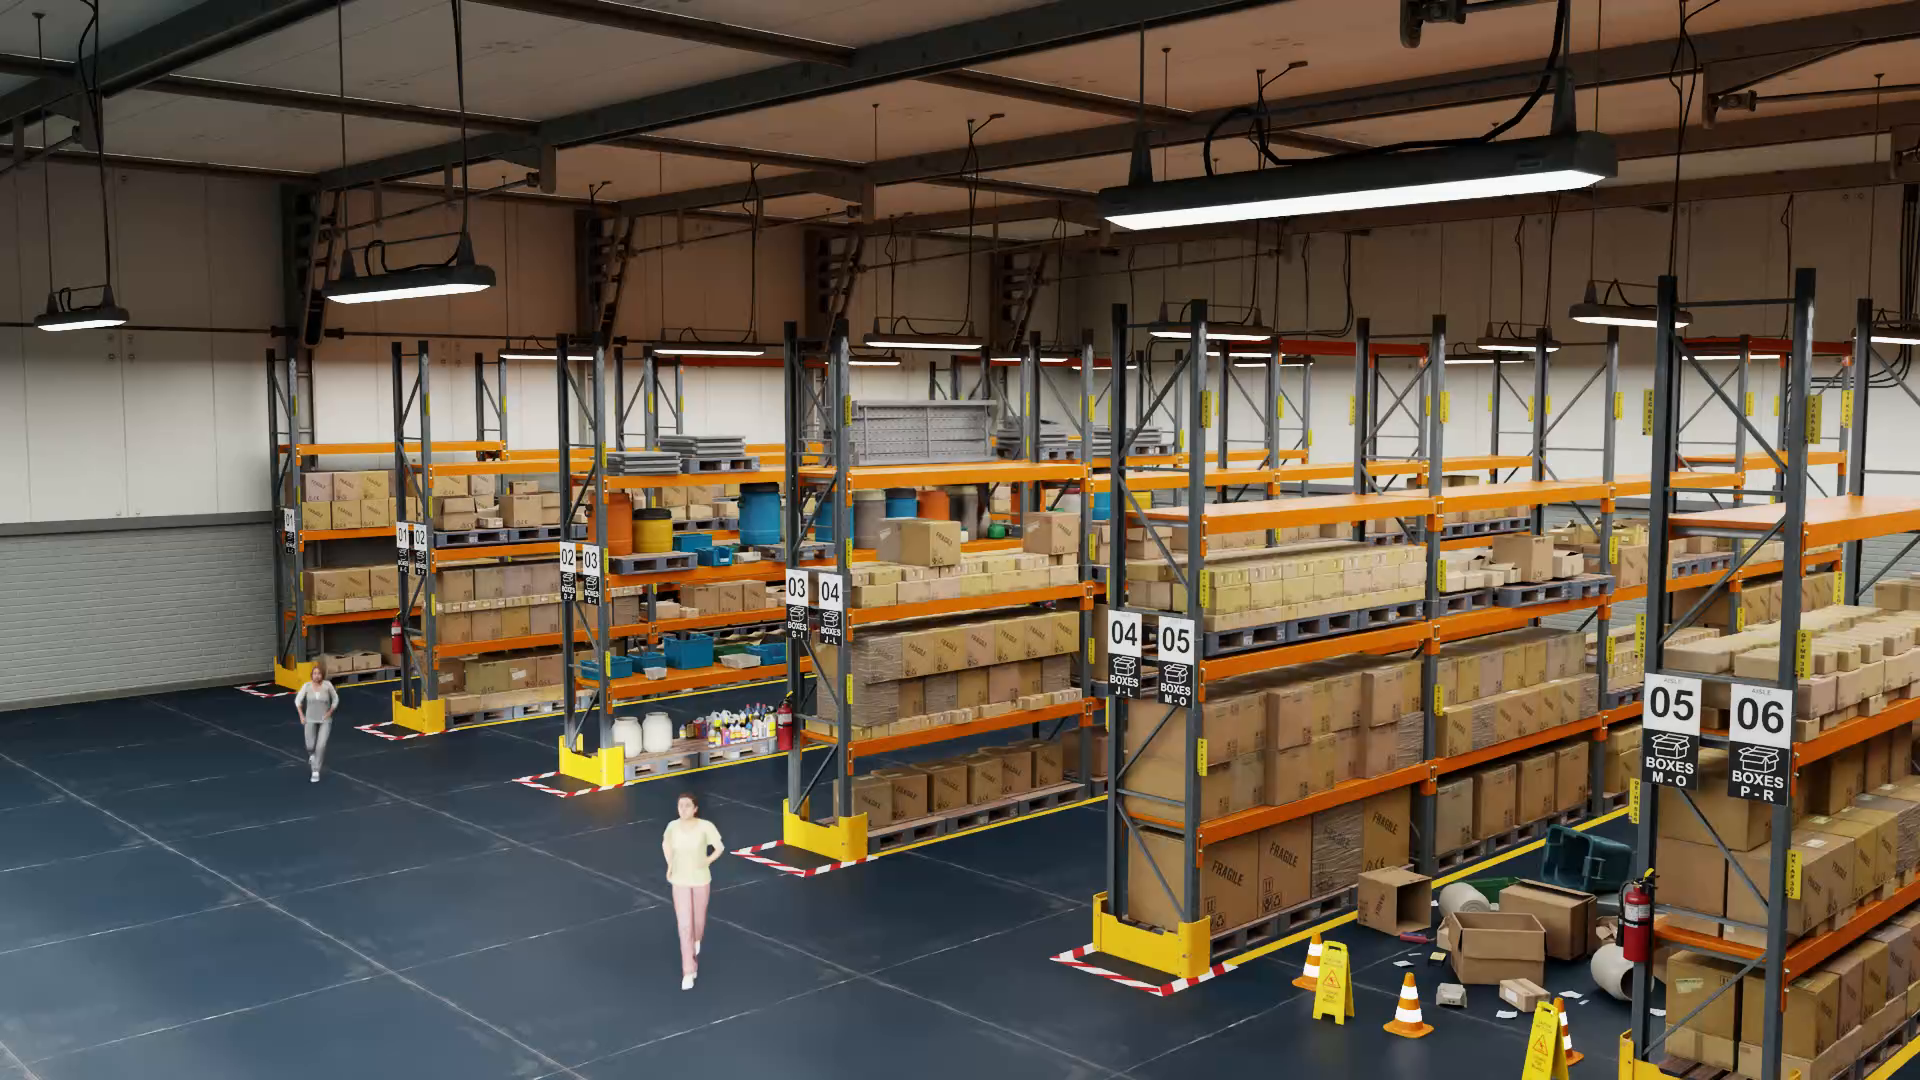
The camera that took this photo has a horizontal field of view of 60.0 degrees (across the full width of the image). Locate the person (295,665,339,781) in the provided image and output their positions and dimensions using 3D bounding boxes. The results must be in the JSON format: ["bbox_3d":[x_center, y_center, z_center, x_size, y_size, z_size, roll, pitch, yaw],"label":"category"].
[{"bbox_3d":[-8.666,2.458,22.444,0.552,1.558,0.531,-2,5,-21],"label":"person"}]

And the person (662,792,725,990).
[{"bbox_3d":[-2.381,3.060,14.825,0.569,1.673,0.851,0,5,-2],"label":"person"}]
